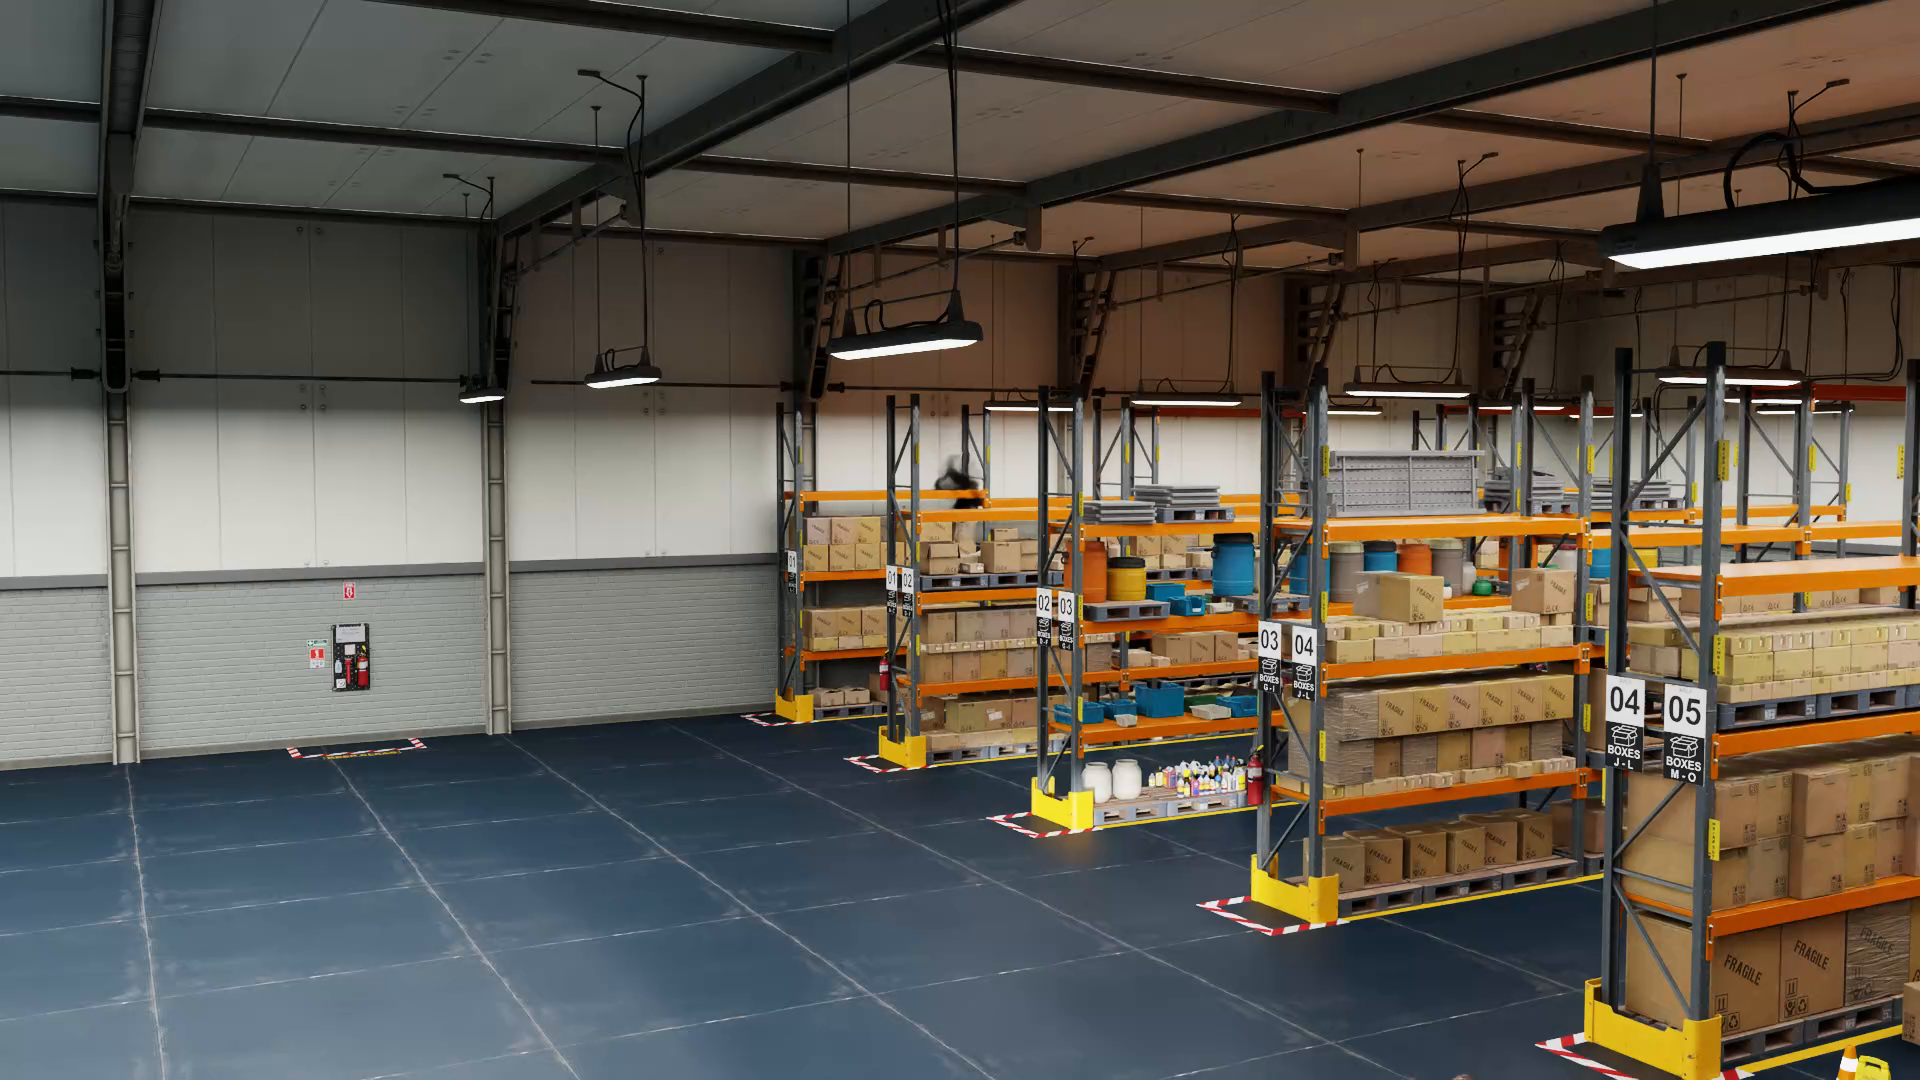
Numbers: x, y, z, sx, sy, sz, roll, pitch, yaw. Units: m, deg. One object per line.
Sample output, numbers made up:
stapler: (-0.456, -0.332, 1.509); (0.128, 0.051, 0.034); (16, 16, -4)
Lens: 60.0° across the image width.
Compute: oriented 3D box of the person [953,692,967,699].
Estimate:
person: (0.036, 2.314, 29.680); (0.847, 1.840, 0.664); (-3, 4, -38)

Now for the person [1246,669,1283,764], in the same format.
person: (5.011, 2.731, 27.313); (0.953, 1.782, 0.661); (-2, 4, -29)
